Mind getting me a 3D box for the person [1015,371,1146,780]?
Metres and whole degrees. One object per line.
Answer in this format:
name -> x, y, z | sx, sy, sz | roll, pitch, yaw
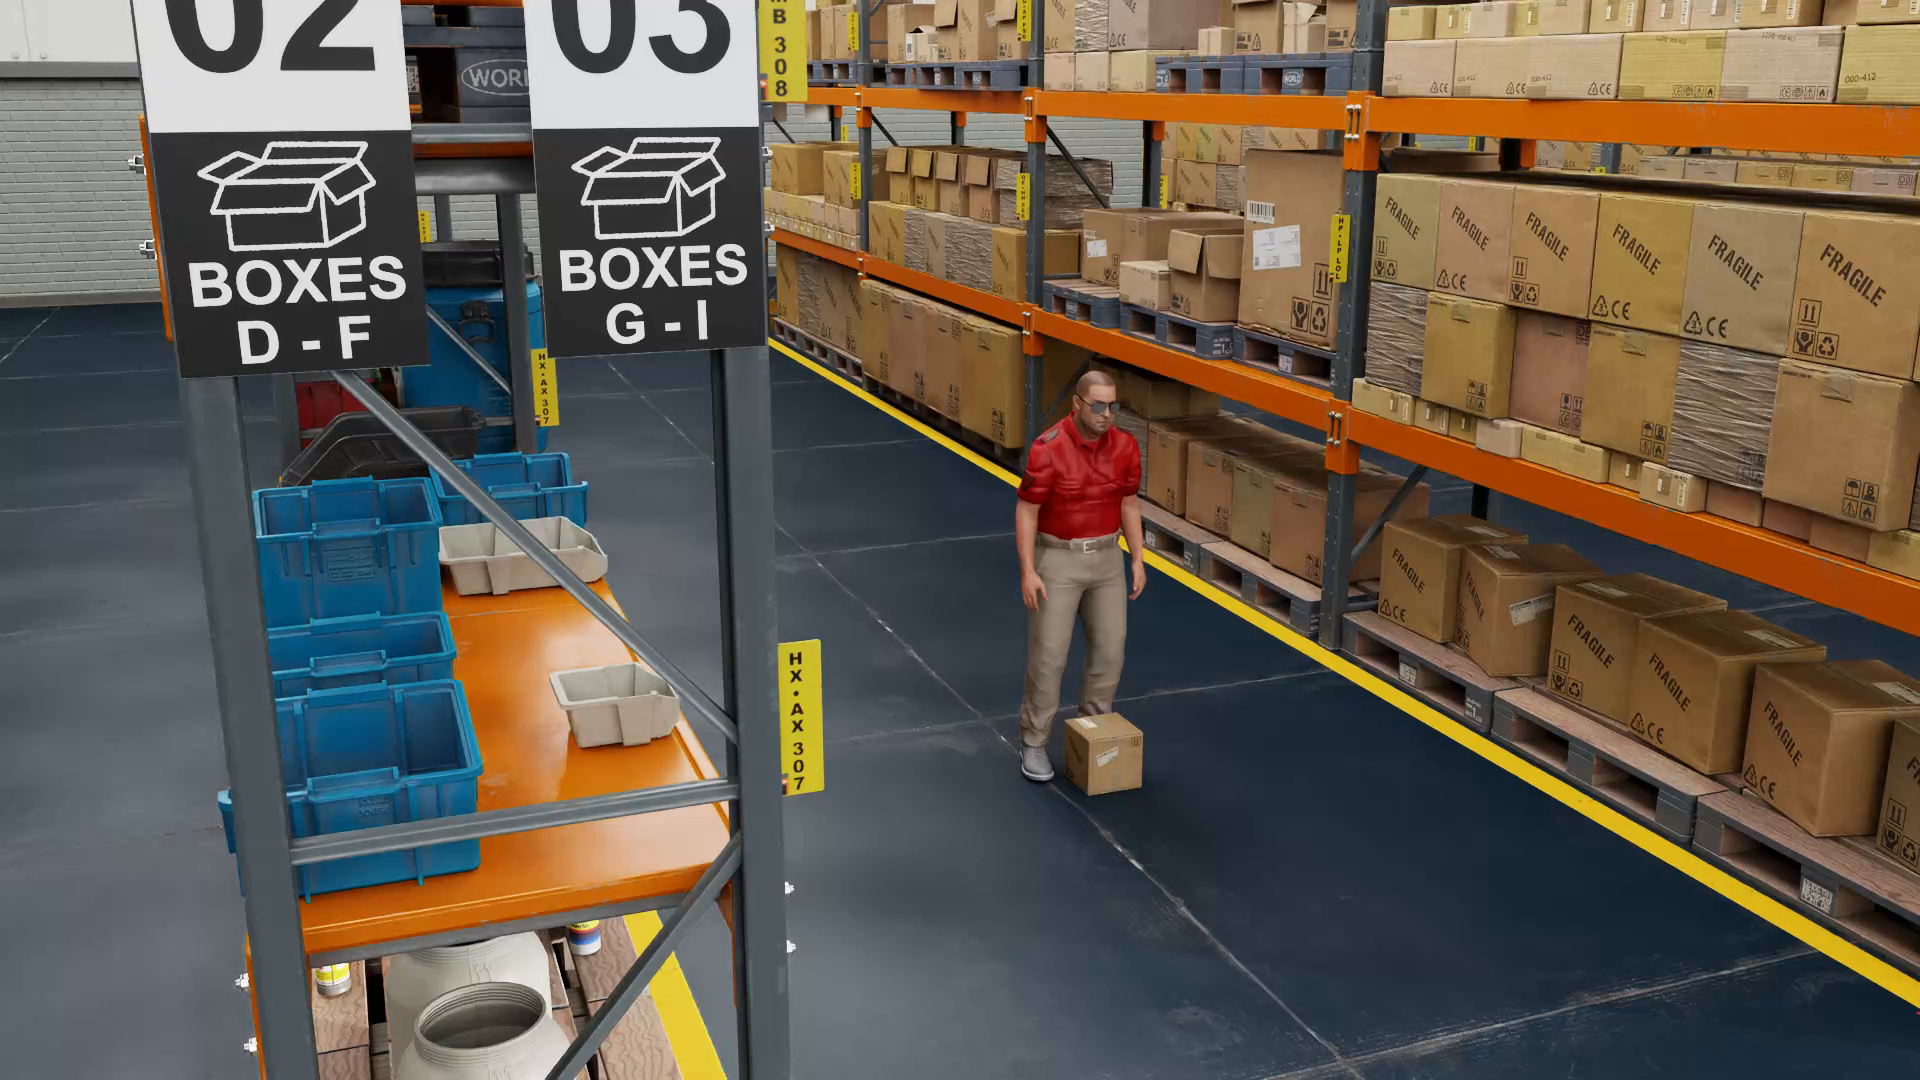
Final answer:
person -> 0.512, 0.129, 7.082 | 0.594, 1.727, 0.384 | -6, 17, -22
